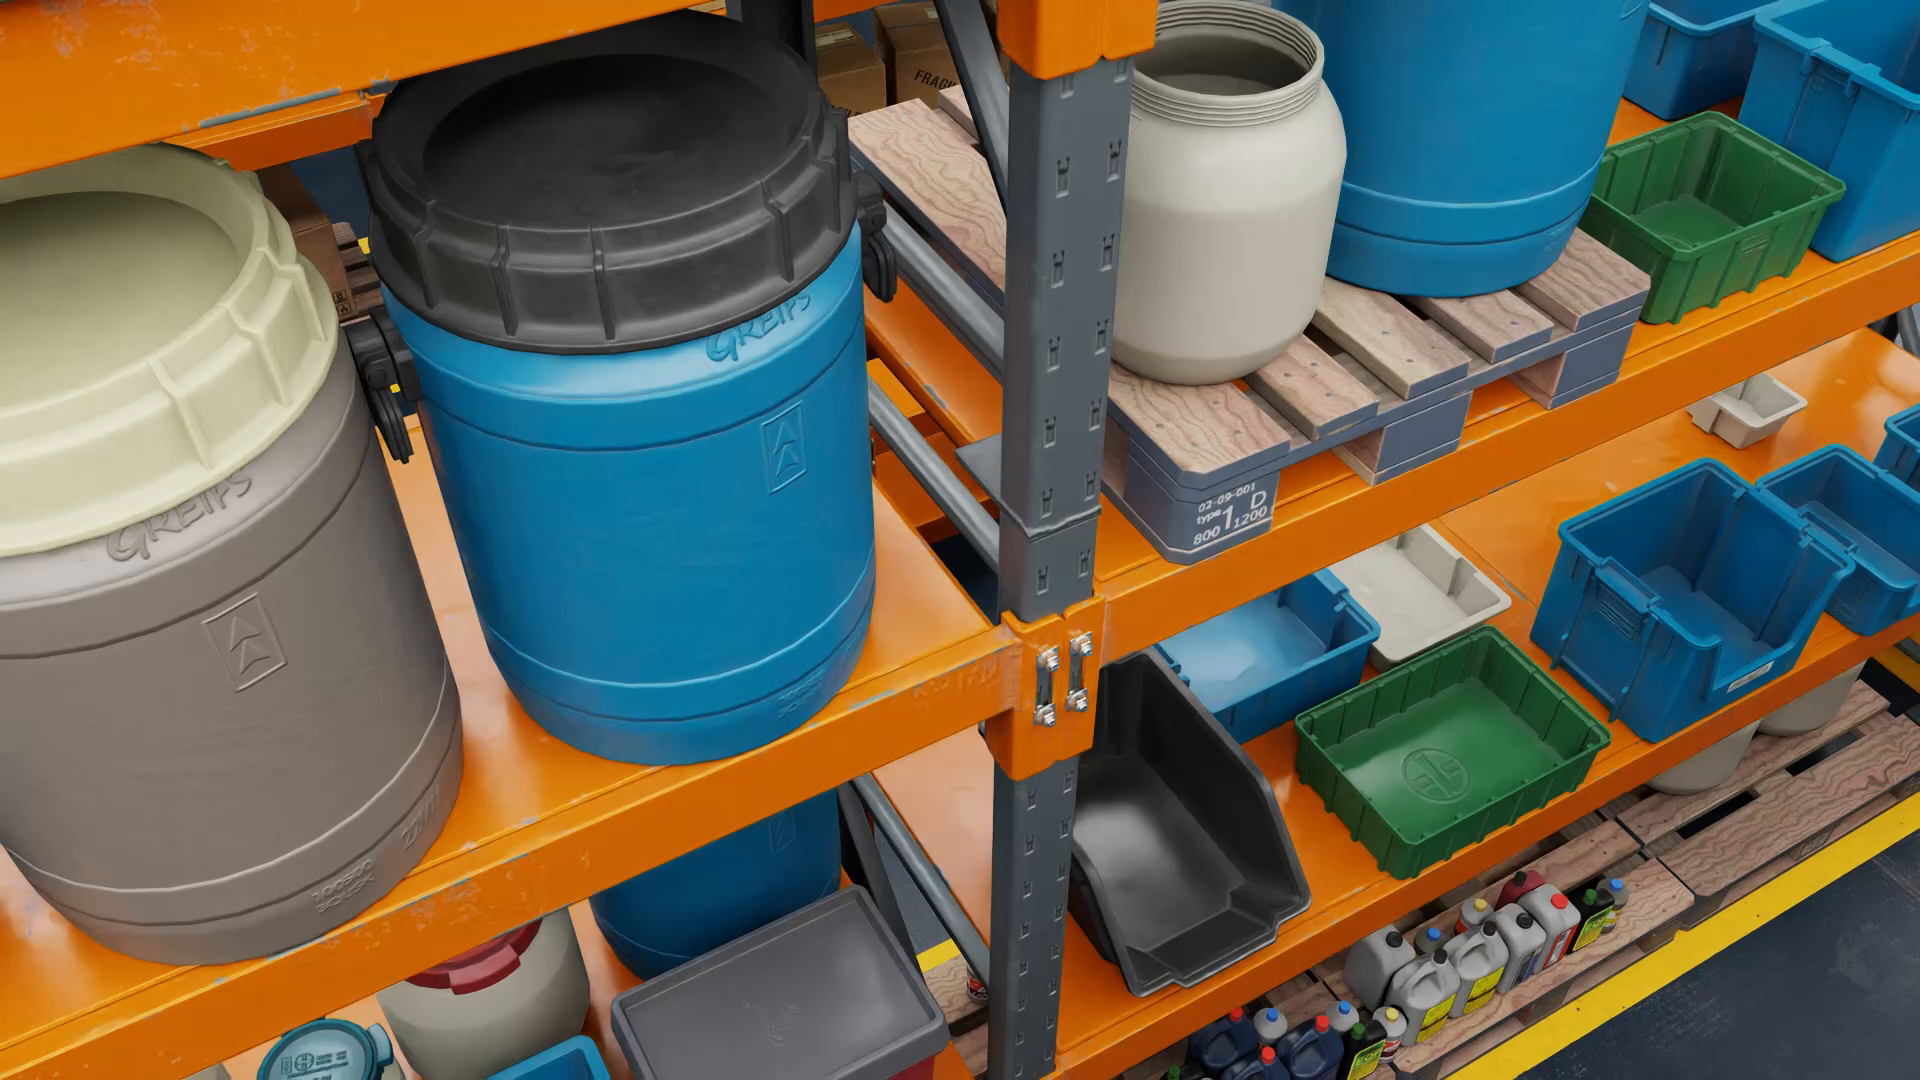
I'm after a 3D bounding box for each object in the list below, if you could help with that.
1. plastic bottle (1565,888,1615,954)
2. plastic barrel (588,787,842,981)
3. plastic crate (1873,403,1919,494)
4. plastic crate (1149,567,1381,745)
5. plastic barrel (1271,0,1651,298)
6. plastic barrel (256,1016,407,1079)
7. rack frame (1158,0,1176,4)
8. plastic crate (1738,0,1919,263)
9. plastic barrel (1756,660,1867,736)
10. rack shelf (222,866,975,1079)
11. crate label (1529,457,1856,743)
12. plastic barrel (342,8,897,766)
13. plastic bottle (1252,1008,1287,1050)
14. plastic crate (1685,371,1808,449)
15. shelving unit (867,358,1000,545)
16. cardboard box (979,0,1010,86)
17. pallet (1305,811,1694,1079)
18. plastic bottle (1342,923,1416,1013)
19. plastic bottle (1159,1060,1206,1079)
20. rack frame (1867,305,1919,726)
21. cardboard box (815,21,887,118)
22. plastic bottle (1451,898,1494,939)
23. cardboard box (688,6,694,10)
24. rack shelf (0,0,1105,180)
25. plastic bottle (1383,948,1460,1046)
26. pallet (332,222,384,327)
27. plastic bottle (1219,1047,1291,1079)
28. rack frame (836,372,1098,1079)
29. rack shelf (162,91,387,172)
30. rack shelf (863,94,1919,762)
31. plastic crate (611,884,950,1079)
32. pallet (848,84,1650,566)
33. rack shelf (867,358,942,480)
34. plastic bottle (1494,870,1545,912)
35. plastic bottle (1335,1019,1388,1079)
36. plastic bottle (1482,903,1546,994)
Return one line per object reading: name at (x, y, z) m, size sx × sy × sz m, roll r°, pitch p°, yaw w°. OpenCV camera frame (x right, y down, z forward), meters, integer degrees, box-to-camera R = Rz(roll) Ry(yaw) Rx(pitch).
plastic bottle at (1.910, 1.140, 5.056) m, size 0.133 × 0.283 × 0.061 m, roll -21°, pitch 48°, yaw -20°
plastic barrel at (-0.578, 0.529, 3.691) m, size 0.708 × 0.901 × 0.600 m, roll -22°, pitch 48°, yaw -21°
plastic crate at (3.091, -0.222, 4.932) m, size 0.616 × 0.251 × 0.499 m, roll -22°, pitch 48°, yaw -21°
plastic crate at (0.732, 0.263, 4.432) m, size 0.616 × 0.251 × 0.499 m, roll -22°, pitch 48°, yaw -21°
plastic barrel at (0.824, -0.930, 2.739) m, size 0.708 × 0.901 × 0.600 m, roll -22°, pitch 48°, yaw -21°
plastic barrel at (-1.316, 1.174, 3.486) m, size 0.301 × 0.262 × 0.301 m, roll 0°, pitch 44°, yaw 0°
rack frame at (0.909, -3.621, 8.327) m, size 0.127 × 3.000 × 1.000 m, roll -22°, pitch 48°, yaw -21°
plastic crate at (1.873, -0.857, 3.337) m, size 0.575 × 0.384 × 0.392 m, roll -22°, pitch 48°, yaw -21°
plastic barrel at (2.844, 0.387, 5.683) m, size 0.421 × 0.512 × 0.421 m, roll 0°, pitch 44°, yaw 0°
rack shelf at (-1.826, 1.710, 3.351) m, size 4.000 × 0.370 × 1.077 m, roll -22°, pitch 48°, yaw -21°
crate label at (1.915, 0.159, 4.407) m, size 0.616 × 0.435 × 0.502 m, roll -22°, pitch 48°, yaw -21°
plastic barrel at (-0.425, -0.191, 2.279) m, size 0.708 × 0.901 × 0.600 m, roll -22°, pitch 48°, yaw -21°
plastic bottle at (0.880, 1.426, 4.770) m, size 0.097 × 0.271 × 0.097 m, roll 0°, pitch 44°, yaw 0°
plastic crate at (2.440, -0.419, 5.217) m, size 0.250 × 0.136 × 0.298 m, roll -22°, pitch 48°, yaw -21°
shelving unit at (-0.006, -0.401, 6.356) m, size 1.048 × 1.125 × 0.538 m, roll -22°, pitch 48°, yaw -21°
cardboard box at (0.359, -2.668, 8.839) m, size 0.500 × 0.500 × 0.500 m, roll -14°, pitch 46°, yaw -14°
pallet at (1.570, 1.125, 5.440) m, size 1.213 × 0.211 × 1.003 m, roll -22°, pitch 48°, yaw -21°
plastic bottle at (1.251, 1.254, 4.944) m, size 0.135 × 0.276 × 0.152 m, roll -22°, pitch 48°, yaw -21°
plastic bottle at (0.616, 1.536, 4.648) m, size 0.133 × 0.283 × 0.061 m, roll -22°, pitch 48°, yaw -21°
rack frame at (3.376, -0.630, 5.245) m, size 0.127 × 3.000 × 1.000 m, roll -22°, pitch 48°, yaw -21°
cardboard box at (-0.695, -2.234, 8.392) m, size 0.500 × 0.500 × 0.500 m, roll -18°, pitch 47°, yaw -17°
plastic bottle at (1.571, 1.169, 5.086) m, size 0.097 × 0.201 × 0.097 m, roll 0°, pitch 44°, yaw 0°
cardboard box at (-1.348, -2.373, 7.221) m, size 0.250 × 0.149 × 0.380 m, roll -22°, pitch 48°, yaw -21°
rack shelf at (-1.826, -0.299, 1.401) m, size 4.000 × 0.370 × 1.077 m, roll -22°, pitch 48°, yaw -21°
plastic bottle at (1.347, 1.308, 4.834) m, size 0.185 × 0.351 × 0.144 m, roll -22°, pitch 48°, yaw -21°
pallet at (-3.234, -0.961, 7.589) m, size 1.213 × 0.211 × 1.003 m, roll -22°, pitch 48°, yaw -21°
plastic bottle at (0.814, 1.521, 4.615) m, size 0.185 × 0.351 × 0.144 m, roll -21°, pitch 48°, yaw -20°
rack frame at (-0.092, 0.758, 3.815) m, size 0.127 × 3.000 × 1.000 m, roll -22°, pitch 48°, yaw -21°
rack shelf at (-4.294, -1.281, 6.433) m, size 4.000 × 0.370 × 1.077 m, roll -22°, pitch 48°, yaw -21°
rack shelf at (1.642, -0.754, 3.736) m, size 4.000 × 0.370 × 1.077 m, roll -22°, pitch 48°, yaw -21°
plastic crate at (-0.360, 1.088, 3.429) m, size 0.583 × 0.464 × 0.402 m, roll -22°, pitch 48°, yaw -21°
pallet at (0.485, -0.560, 3.155) m, size 1.003 × 0.211 × 1.213 m, roll -22°, pitch 48°, yaw -21°
rack shelf at (-0.006, -0.611, 6.152) m, size 1.000 × 0.278 × 0.538 m, roll -22°, pitch 48°, yaw -21°
plastic bottle at (1.716, 1.096, 5.102) m, size 0.133 × 0.283 × 0.061 m, roll -22°, pitch 48°, yaw -21°
plastic bottle at (1.142, 1.448, 4.739) m, size 0.133 × 0.283 × 0.061 m, roll -20°, pitch 48°, yaw -19°
plastic bottle at (1.650, 1.211, 4.989) m, size 0.135 × 0.276 × 0.152 m, roll -23°, pitch 49°, yaw -22°
